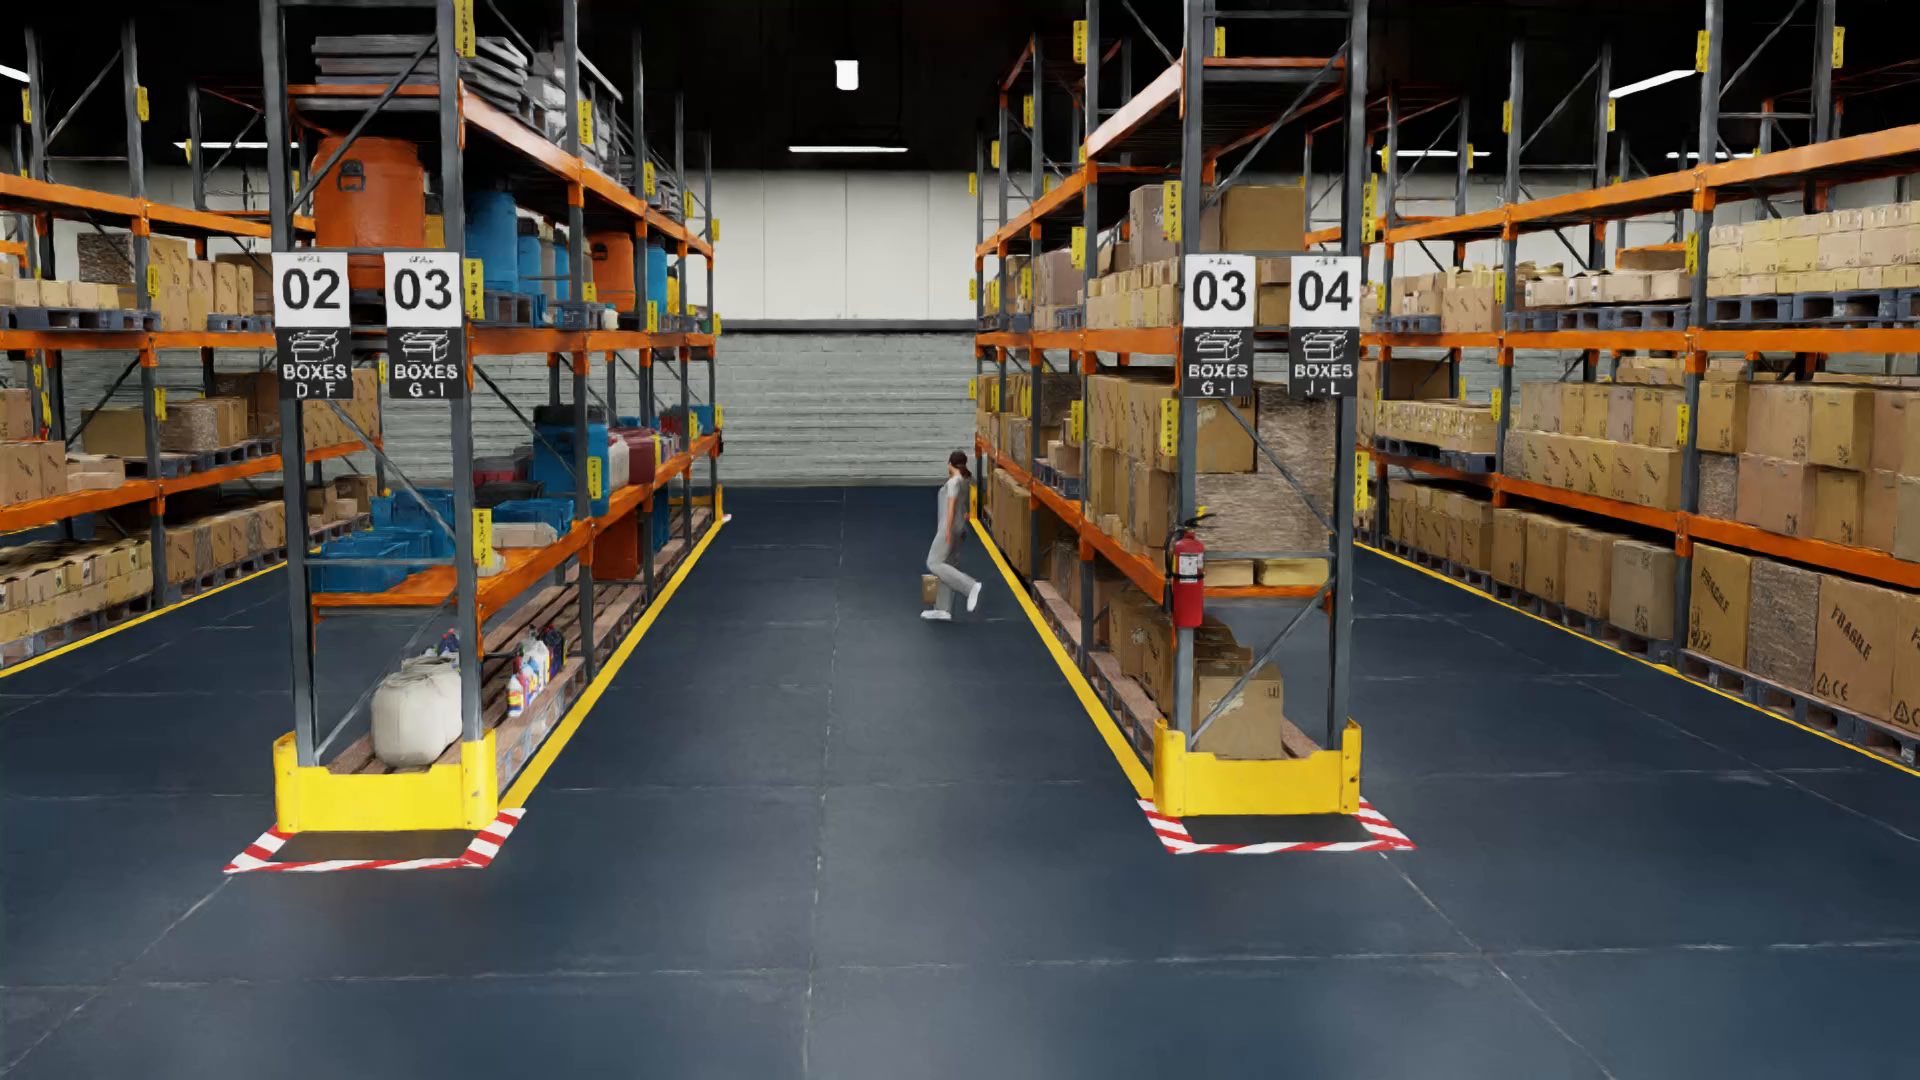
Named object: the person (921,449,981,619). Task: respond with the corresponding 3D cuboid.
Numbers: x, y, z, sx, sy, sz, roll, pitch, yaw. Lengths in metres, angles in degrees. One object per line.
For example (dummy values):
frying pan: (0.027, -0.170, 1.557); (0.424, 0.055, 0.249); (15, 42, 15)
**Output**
person: (-0.066, -0.062, 16.285); (0.605, 1.641, 0.553); (1, 7, 10)
